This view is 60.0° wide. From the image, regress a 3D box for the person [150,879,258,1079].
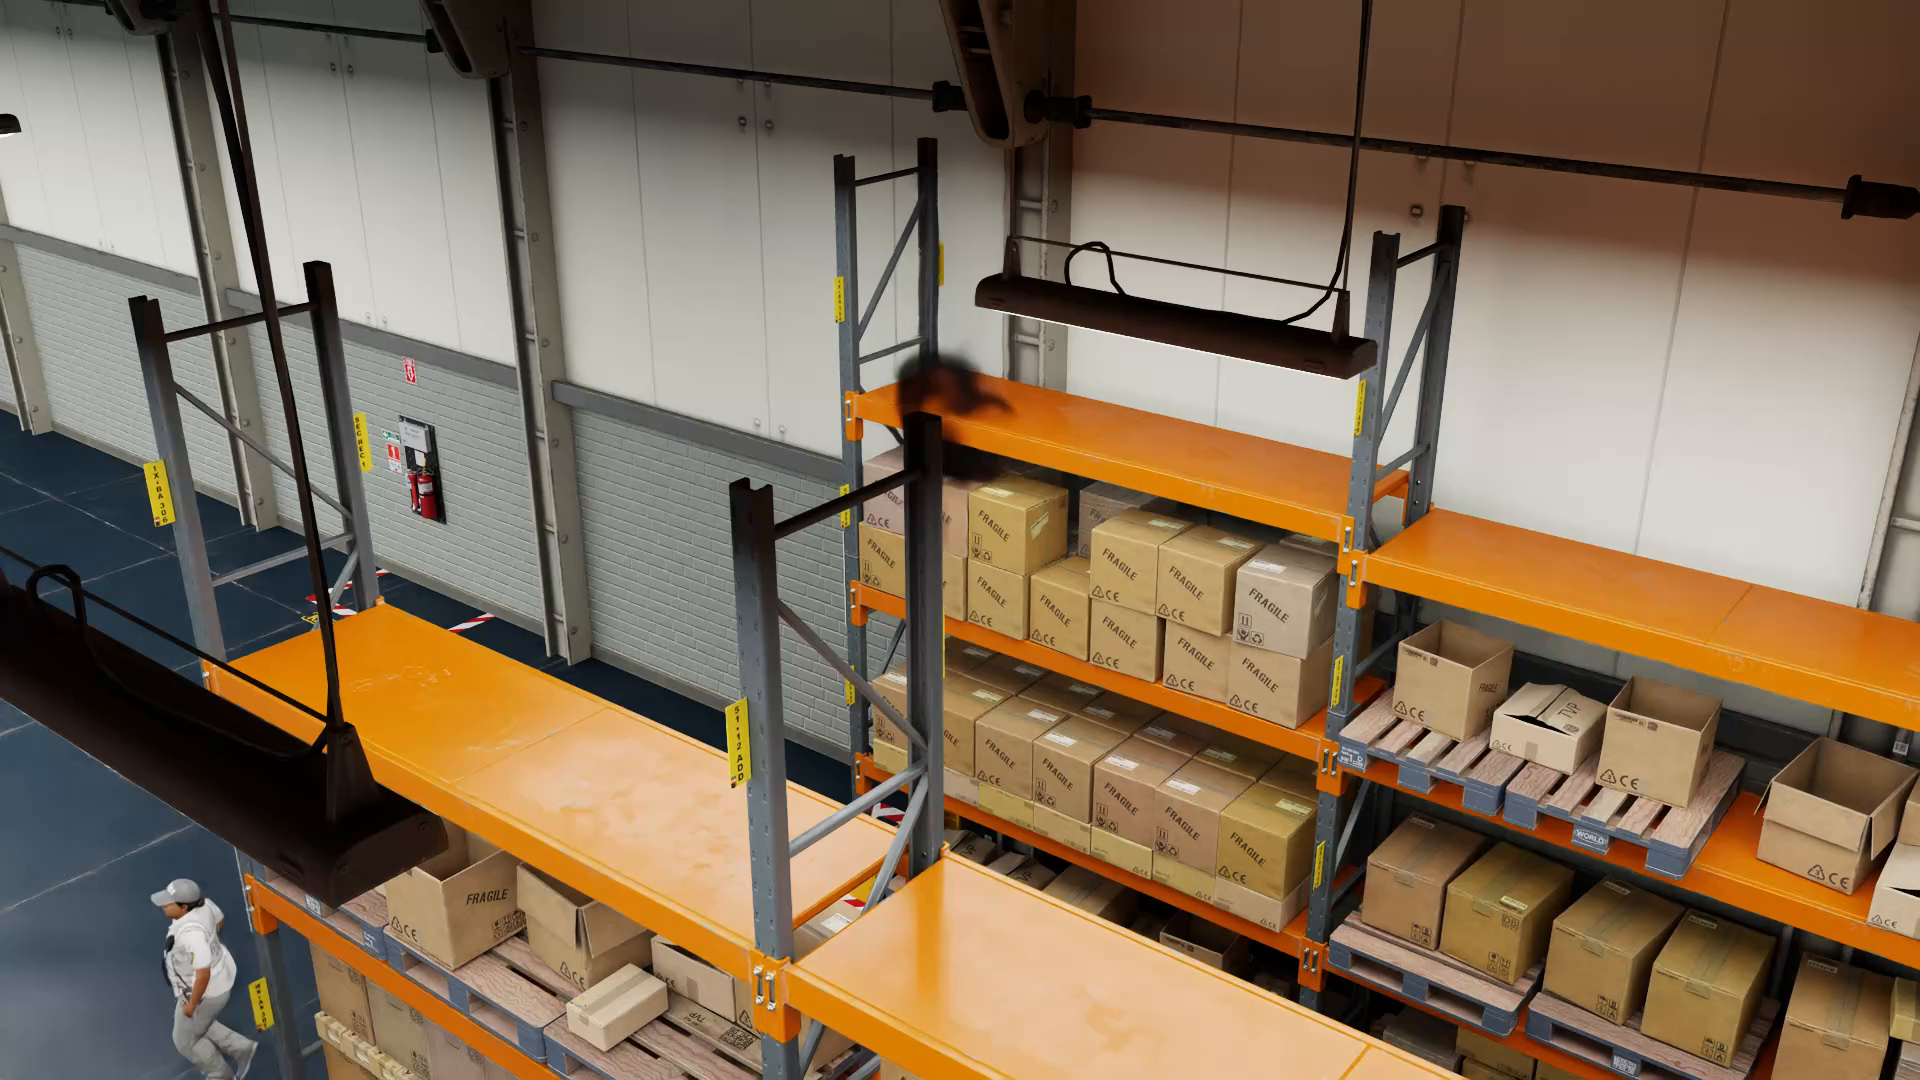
[{"bbox_3d":[-4.940,2.920,10.862,0.489,1.635,0.638,-5,23,-12],"label":"person"}]
